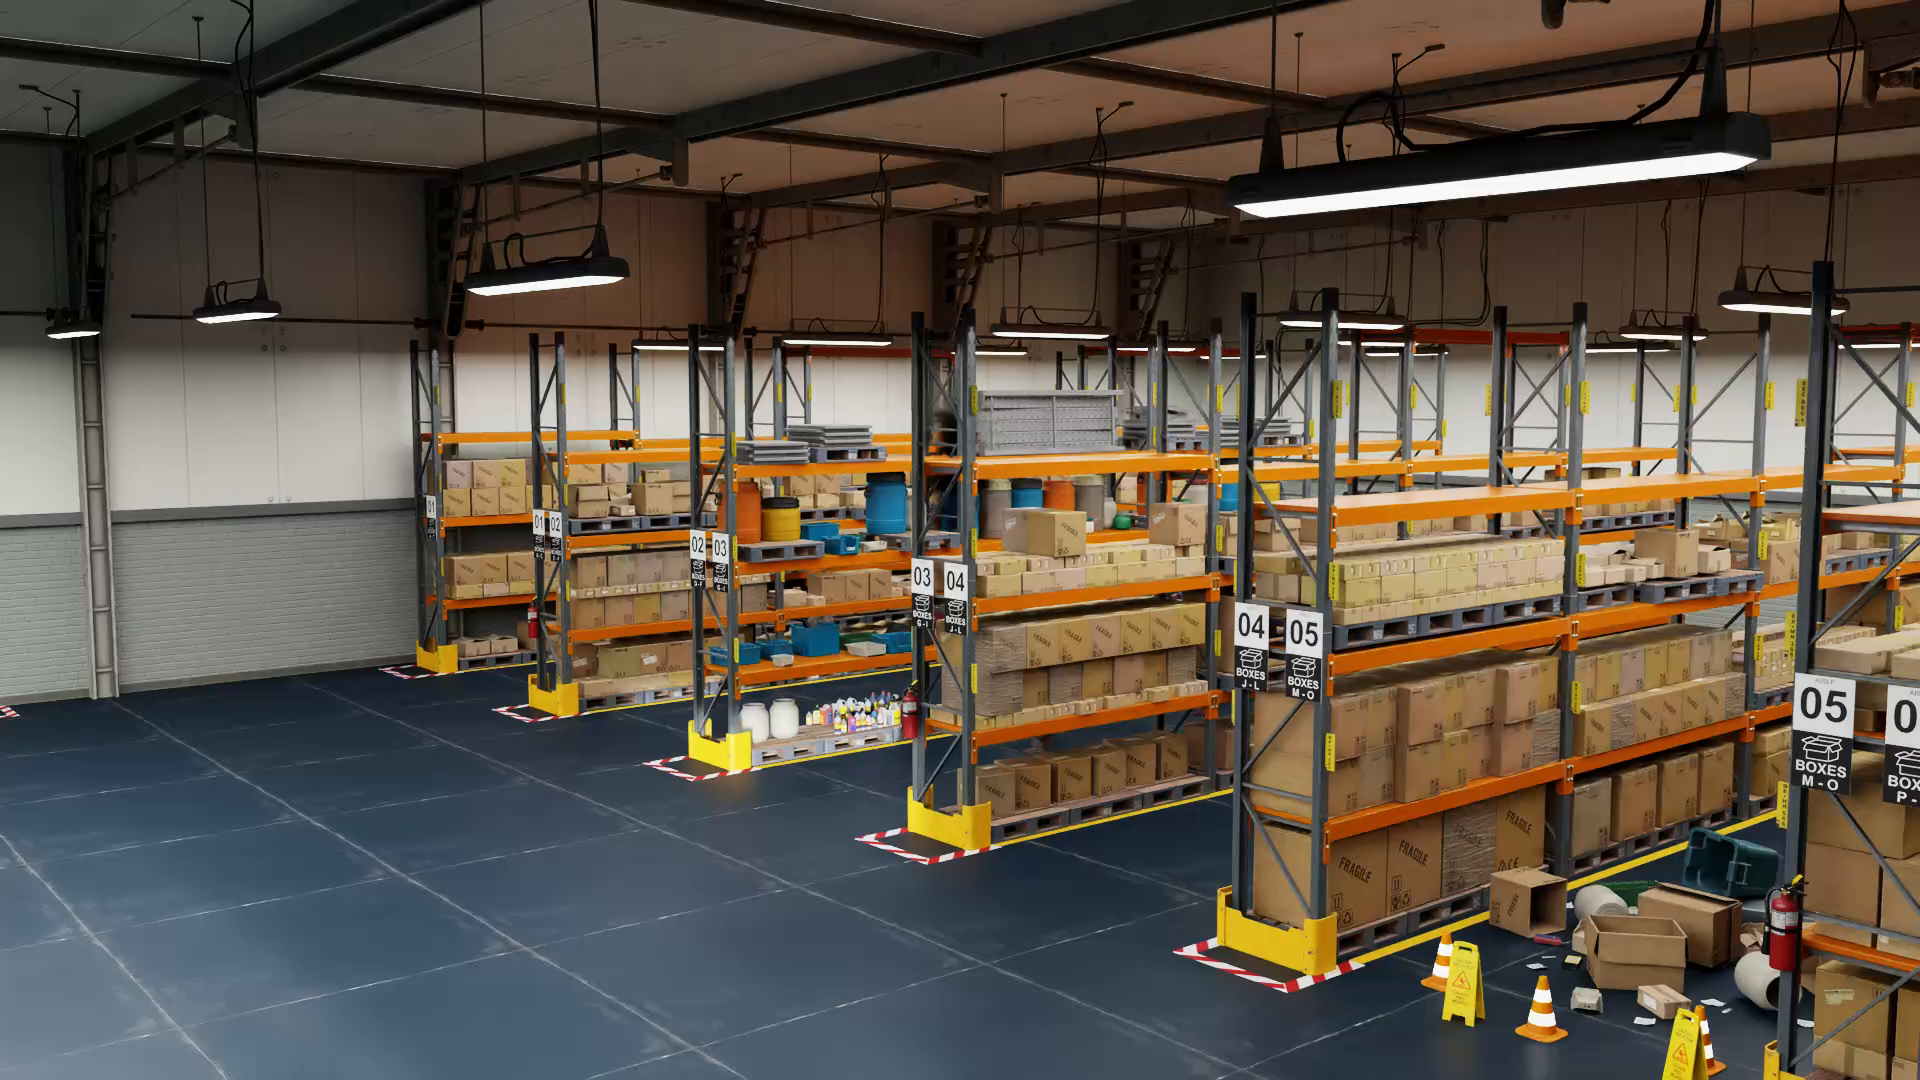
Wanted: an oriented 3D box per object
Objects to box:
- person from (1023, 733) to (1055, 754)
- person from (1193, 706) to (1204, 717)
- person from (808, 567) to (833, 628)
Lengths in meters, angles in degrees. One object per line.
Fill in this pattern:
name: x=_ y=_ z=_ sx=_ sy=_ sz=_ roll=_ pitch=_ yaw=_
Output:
person: x=0.905 y=2.115 z=21.964 sx=0.754 sy=1.480 sz=0.590 roll=-2 pitch=6 yaw=-20
person: x=3.786 y=1.767 z=25.102 sx=0.847 sy=1.699 sz=0.606 roll=-4 pitch=7 yaw=-37
person: x=-2.702 y=1.257 z=32.660 sx=0.678 sy=1.791 sz=0.711 roll=5 pitch=7 yaw=41
